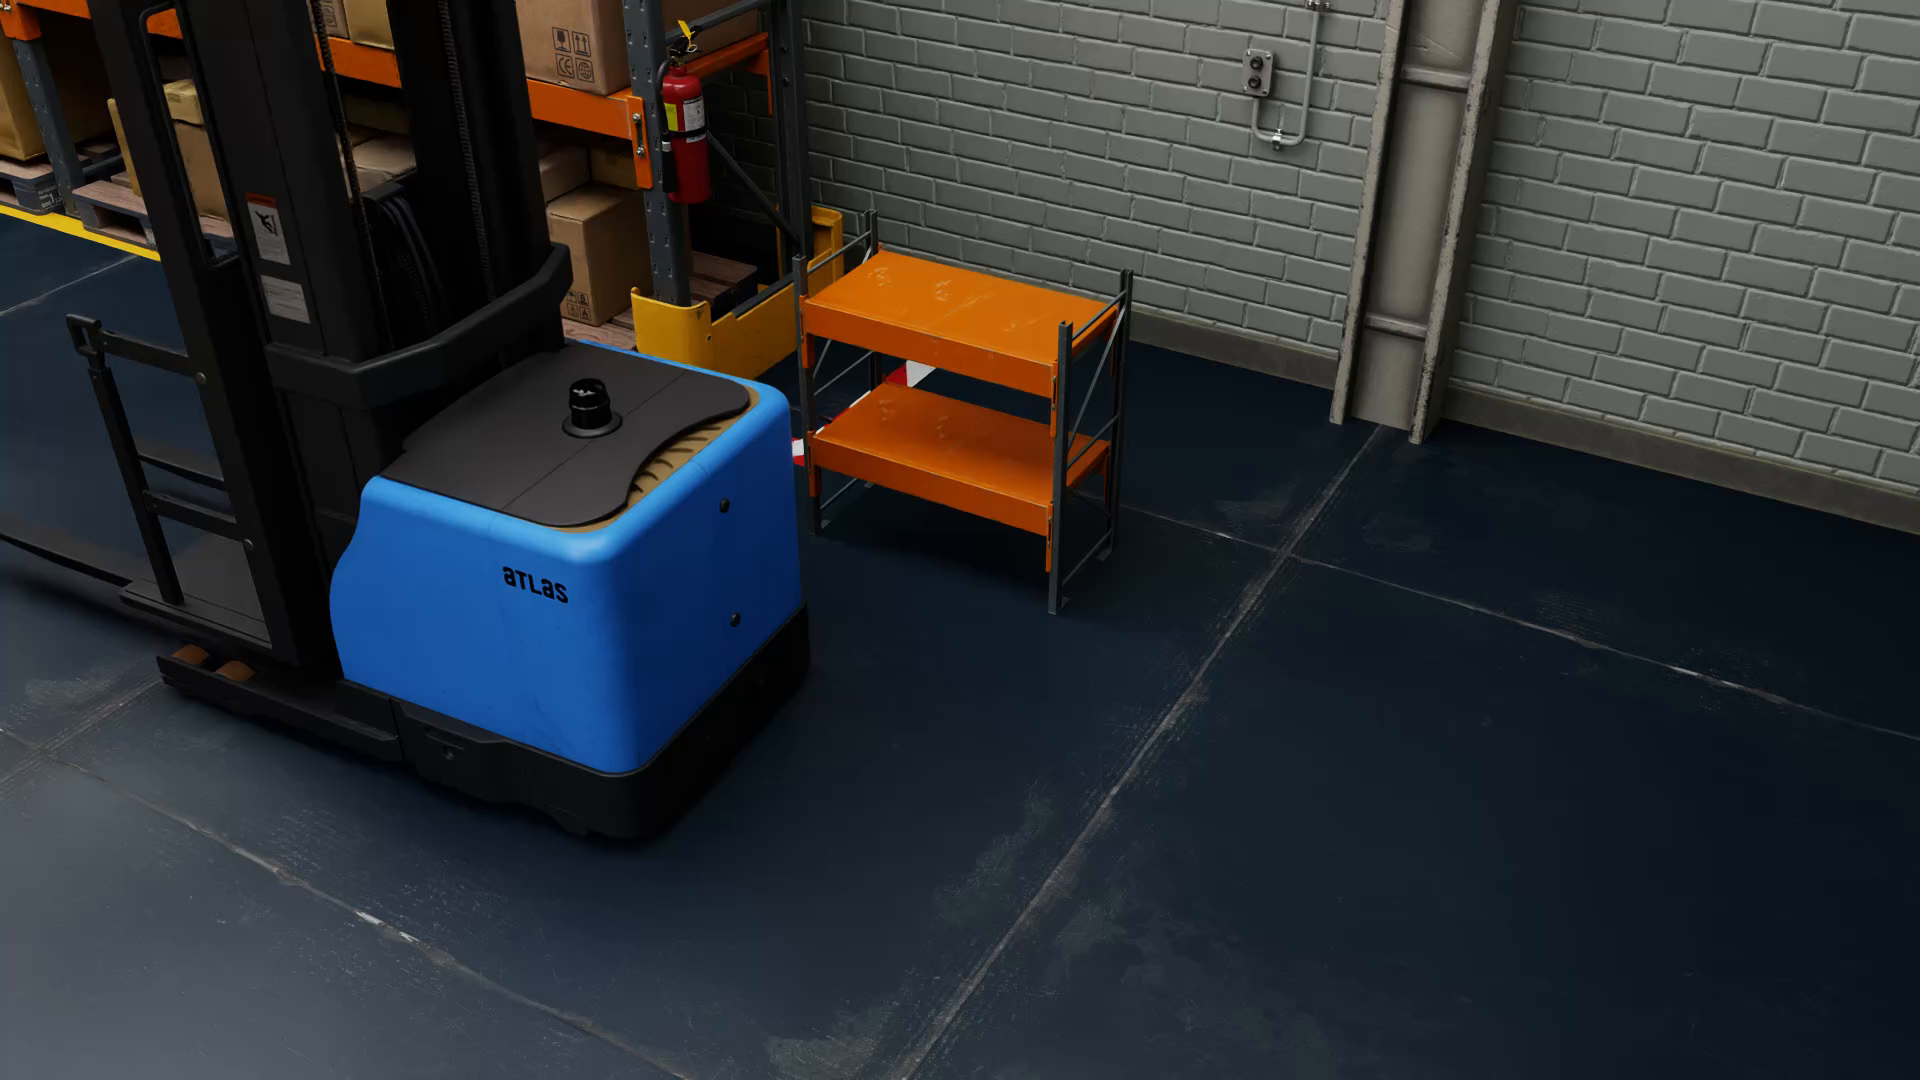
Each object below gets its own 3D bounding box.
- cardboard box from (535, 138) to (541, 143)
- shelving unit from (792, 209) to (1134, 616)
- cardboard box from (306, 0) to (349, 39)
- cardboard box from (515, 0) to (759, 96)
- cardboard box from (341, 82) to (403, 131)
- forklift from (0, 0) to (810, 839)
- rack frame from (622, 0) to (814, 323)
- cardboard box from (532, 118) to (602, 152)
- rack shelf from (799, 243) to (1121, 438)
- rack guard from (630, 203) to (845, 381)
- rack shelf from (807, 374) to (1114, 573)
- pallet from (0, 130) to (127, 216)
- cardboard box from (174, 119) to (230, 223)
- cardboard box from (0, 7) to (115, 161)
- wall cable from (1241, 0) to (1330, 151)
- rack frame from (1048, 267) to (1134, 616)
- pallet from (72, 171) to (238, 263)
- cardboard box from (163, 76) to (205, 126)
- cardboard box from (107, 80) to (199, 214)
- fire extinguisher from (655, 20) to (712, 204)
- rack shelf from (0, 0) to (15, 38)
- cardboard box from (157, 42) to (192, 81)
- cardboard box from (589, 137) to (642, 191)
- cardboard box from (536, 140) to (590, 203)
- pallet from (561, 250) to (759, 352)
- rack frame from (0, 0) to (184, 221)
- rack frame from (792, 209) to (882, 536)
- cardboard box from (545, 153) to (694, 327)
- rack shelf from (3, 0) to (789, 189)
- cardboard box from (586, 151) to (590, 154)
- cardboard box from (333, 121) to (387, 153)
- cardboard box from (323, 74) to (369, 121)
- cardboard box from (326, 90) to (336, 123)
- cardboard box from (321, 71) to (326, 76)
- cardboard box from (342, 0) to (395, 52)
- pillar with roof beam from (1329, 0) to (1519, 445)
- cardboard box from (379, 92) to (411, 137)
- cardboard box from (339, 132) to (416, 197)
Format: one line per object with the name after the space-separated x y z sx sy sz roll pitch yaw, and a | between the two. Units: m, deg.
-2.054 -1.660 7.327 0.250 0.149 0.380 19 38 26 | cardboard box
0.006 -0.466 5.935 1.048 1.125 0.538 18 37 24 | shelving unit
-2.715 -2.763 7.422 0.700 0.700 0.980 16 37 22 | cardboard box
-1.420 -2.354 6.808 0.700 0.700 0.980 19 38 26 | cardboard box
-2.743 -2.122 8.021 0.250 0.149 0.380 17 37 24 | cardboard box
-2.052 -0.906 4.965 3.031 2.935 1.130 15 37 22 | forklift
-0.972 -2.093 6.687 0.127 3.000 1.000 18 37 24 | rack frame
-1.862 -1.843 7.602 0.250 0.149 0.380 18 38 25 | cardboard box
0.006 -0.710 5.773 1.000 0.278 0.538 18 37 24 | rack shelf
-0.951 -1.046 7.370 0.348 0.500 1.175 18 37 24 | rack guard
0.006 -0.263 6.071 1.000 0.278 0.538 18 37 24 | rack shelf
-5.153 -2.209 9.376 1.213 0.211 1.003 18 37 24 | pallet
-3.412 -1.933 8.323 0.500 0.500 0.700 17 37 24 | cardboard box
-5.074 -2.590 8.993 0.750 0.750 0.750 18 38 25 | cardboard box
0.609 -2.619 6.561 1.851 1.984 0.084 18 37 24 | wall cable
0.447 -0.327 5.725 0.032 1.125 0.500 18 37 24 | rack frame
-3.824 -1.786 8.742 1.213 0.211 1.003 18 37 24 | pallet
-3.640 -2.161 8.080 0.250 0.149 0.380 19 38 26 | cardboard box
-3.847 -2.073 8.533 0.500 0.500 0.700 18 38 25 | cardboard box
-1.070 -1.642 6.416 0.183 0.674 0.296 18 37 24 | fire extinguisher
-6.182 -3.444 9.365 4.000 0.370 1.077 18 37 24 | rack shelf
-3.874 -2.478 8.556 0.250 0.149 0.380 17 37 24 | cardboard box
-1.422 -1.704 7.394 0.250 0.149 0.380 18 38 25 | cardboard box
-1.832 -1.590 7.222 0.250 0.149 0.380 17 37 24 | cardboard box
-1.705 -1.115 7.734 1.213 0.211 1.003 18 37 24 | pallet
-4.445 -3.193 8.339 0.127 3.000 1.000 18 37 24 | rack frame
-0.435 -0.606 6.145 0.032 1.125 0.500 18 37 24 | rack frame
-1.630 -1.372 7.481 0.500 0.500 0.700 18 37 24 | cardboard box
-2.709 -2.344 7.713 4.000 0.370 1.077 18 37 24 | rack shelf
-2.064 -1.510 7.687 0.500 0.500 0.700 17 37 24 | cardboard box
-2.968 -1.791 8.109 0.500 0.500 0.700 18 38 25 | cardboard box
-2.968 -2.192 8.127 0.250 0.149 0.380 18 38 25 | cardboard box
-3.187 -2.017 7.864 0.250 0.149 0.380 16 37 23 | cardboard box
-3.187 -2.262 8.232 0.250 0.149 0.380 16 37 23 | cardboard box
-2.057 -2.548 7.100 0.700 0.700 0.980 17 37 24 | cardboard box
-0.335 -2.192 1.424 0.400 9.000 9.100 18 37 24 | pillar with roof beam
-2.524 -2.052 7.916 0.250 0.149 0.380 18 38 25 | cardboard box
-2.501 -1.648 7.894 0.500 0.500 0.700 16 37 23 | cardboard box
